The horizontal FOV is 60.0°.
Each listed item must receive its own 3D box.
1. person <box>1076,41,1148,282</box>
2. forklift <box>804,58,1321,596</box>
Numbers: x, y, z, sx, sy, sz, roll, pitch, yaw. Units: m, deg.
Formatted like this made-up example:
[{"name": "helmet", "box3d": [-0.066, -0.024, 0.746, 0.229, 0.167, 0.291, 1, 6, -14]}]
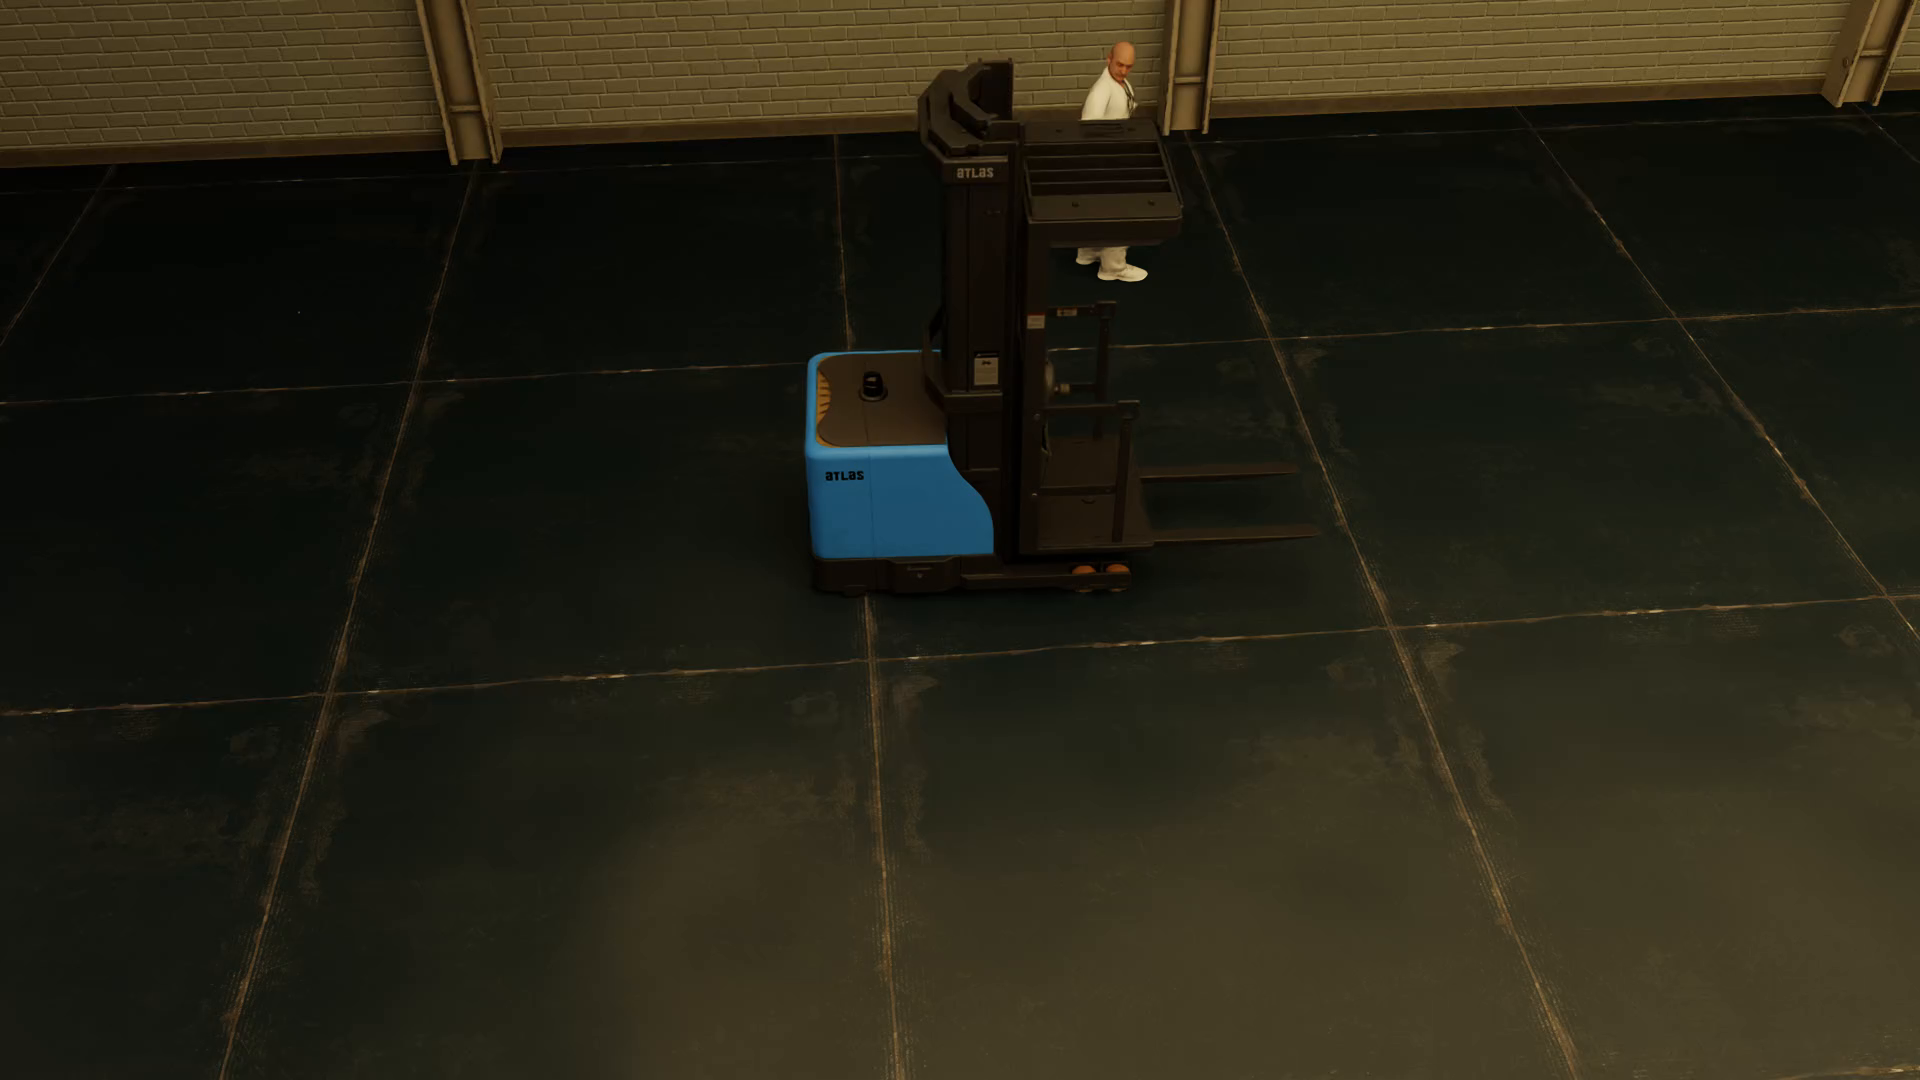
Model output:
[{"name": "person", "box3d": [1.155, -2.750, 12.060, 0.557, 1.759, 0.799, 6, 41, 7]}, {"name": "forklift", "box3d": [0.619, -1.146, 9.278, 3.031, 2.935, 1.130, -2, 41, -2]}]
